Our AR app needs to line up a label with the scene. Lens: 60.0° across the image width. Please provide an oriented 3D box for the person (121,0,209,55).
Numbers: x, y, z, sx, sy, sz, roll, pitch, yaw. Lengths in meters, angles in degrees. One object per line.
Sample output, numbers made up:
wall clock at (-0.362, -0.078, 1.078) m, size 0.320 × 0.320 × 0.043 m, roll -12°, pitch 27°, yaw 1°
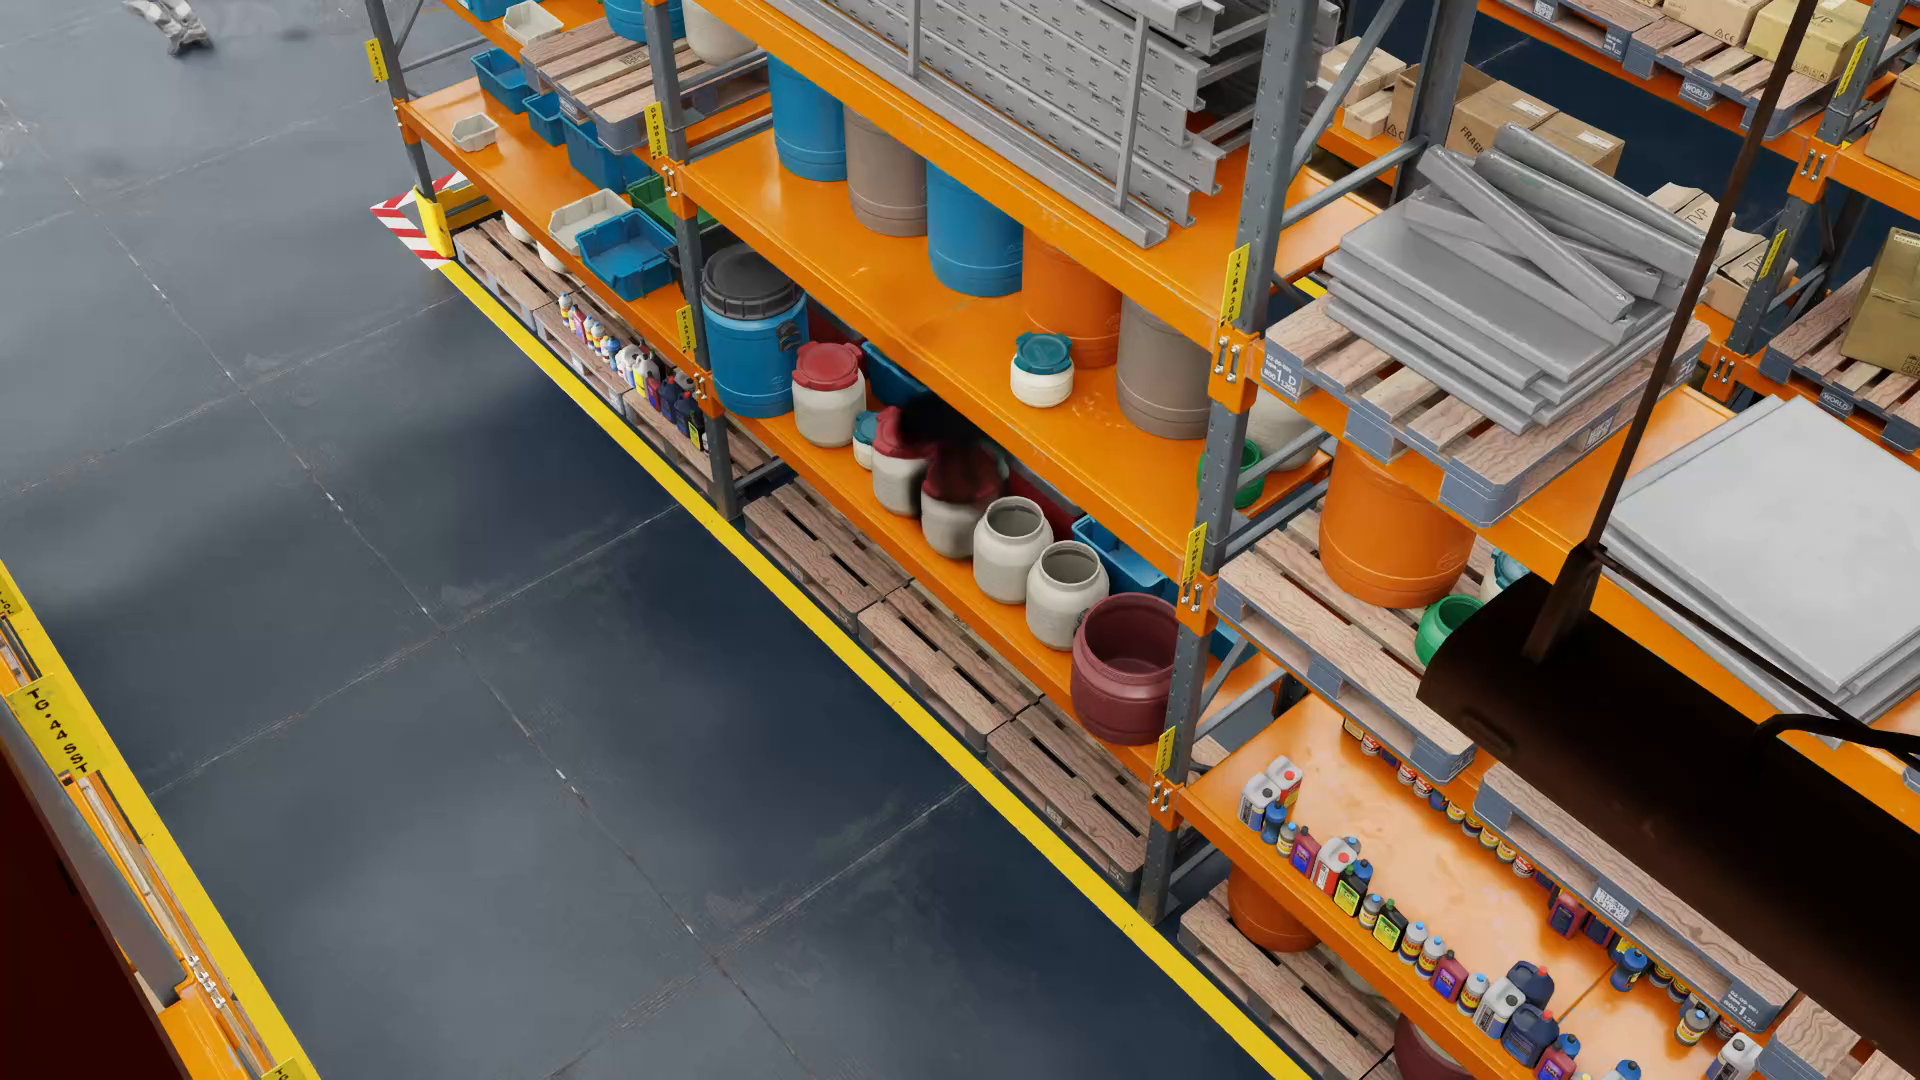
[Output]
person at (-7.231, -5.113, 14.622) m, size 0.676 × 1.785 × 0.686 m, roll -9°, pitch 47°, yaw -9°
